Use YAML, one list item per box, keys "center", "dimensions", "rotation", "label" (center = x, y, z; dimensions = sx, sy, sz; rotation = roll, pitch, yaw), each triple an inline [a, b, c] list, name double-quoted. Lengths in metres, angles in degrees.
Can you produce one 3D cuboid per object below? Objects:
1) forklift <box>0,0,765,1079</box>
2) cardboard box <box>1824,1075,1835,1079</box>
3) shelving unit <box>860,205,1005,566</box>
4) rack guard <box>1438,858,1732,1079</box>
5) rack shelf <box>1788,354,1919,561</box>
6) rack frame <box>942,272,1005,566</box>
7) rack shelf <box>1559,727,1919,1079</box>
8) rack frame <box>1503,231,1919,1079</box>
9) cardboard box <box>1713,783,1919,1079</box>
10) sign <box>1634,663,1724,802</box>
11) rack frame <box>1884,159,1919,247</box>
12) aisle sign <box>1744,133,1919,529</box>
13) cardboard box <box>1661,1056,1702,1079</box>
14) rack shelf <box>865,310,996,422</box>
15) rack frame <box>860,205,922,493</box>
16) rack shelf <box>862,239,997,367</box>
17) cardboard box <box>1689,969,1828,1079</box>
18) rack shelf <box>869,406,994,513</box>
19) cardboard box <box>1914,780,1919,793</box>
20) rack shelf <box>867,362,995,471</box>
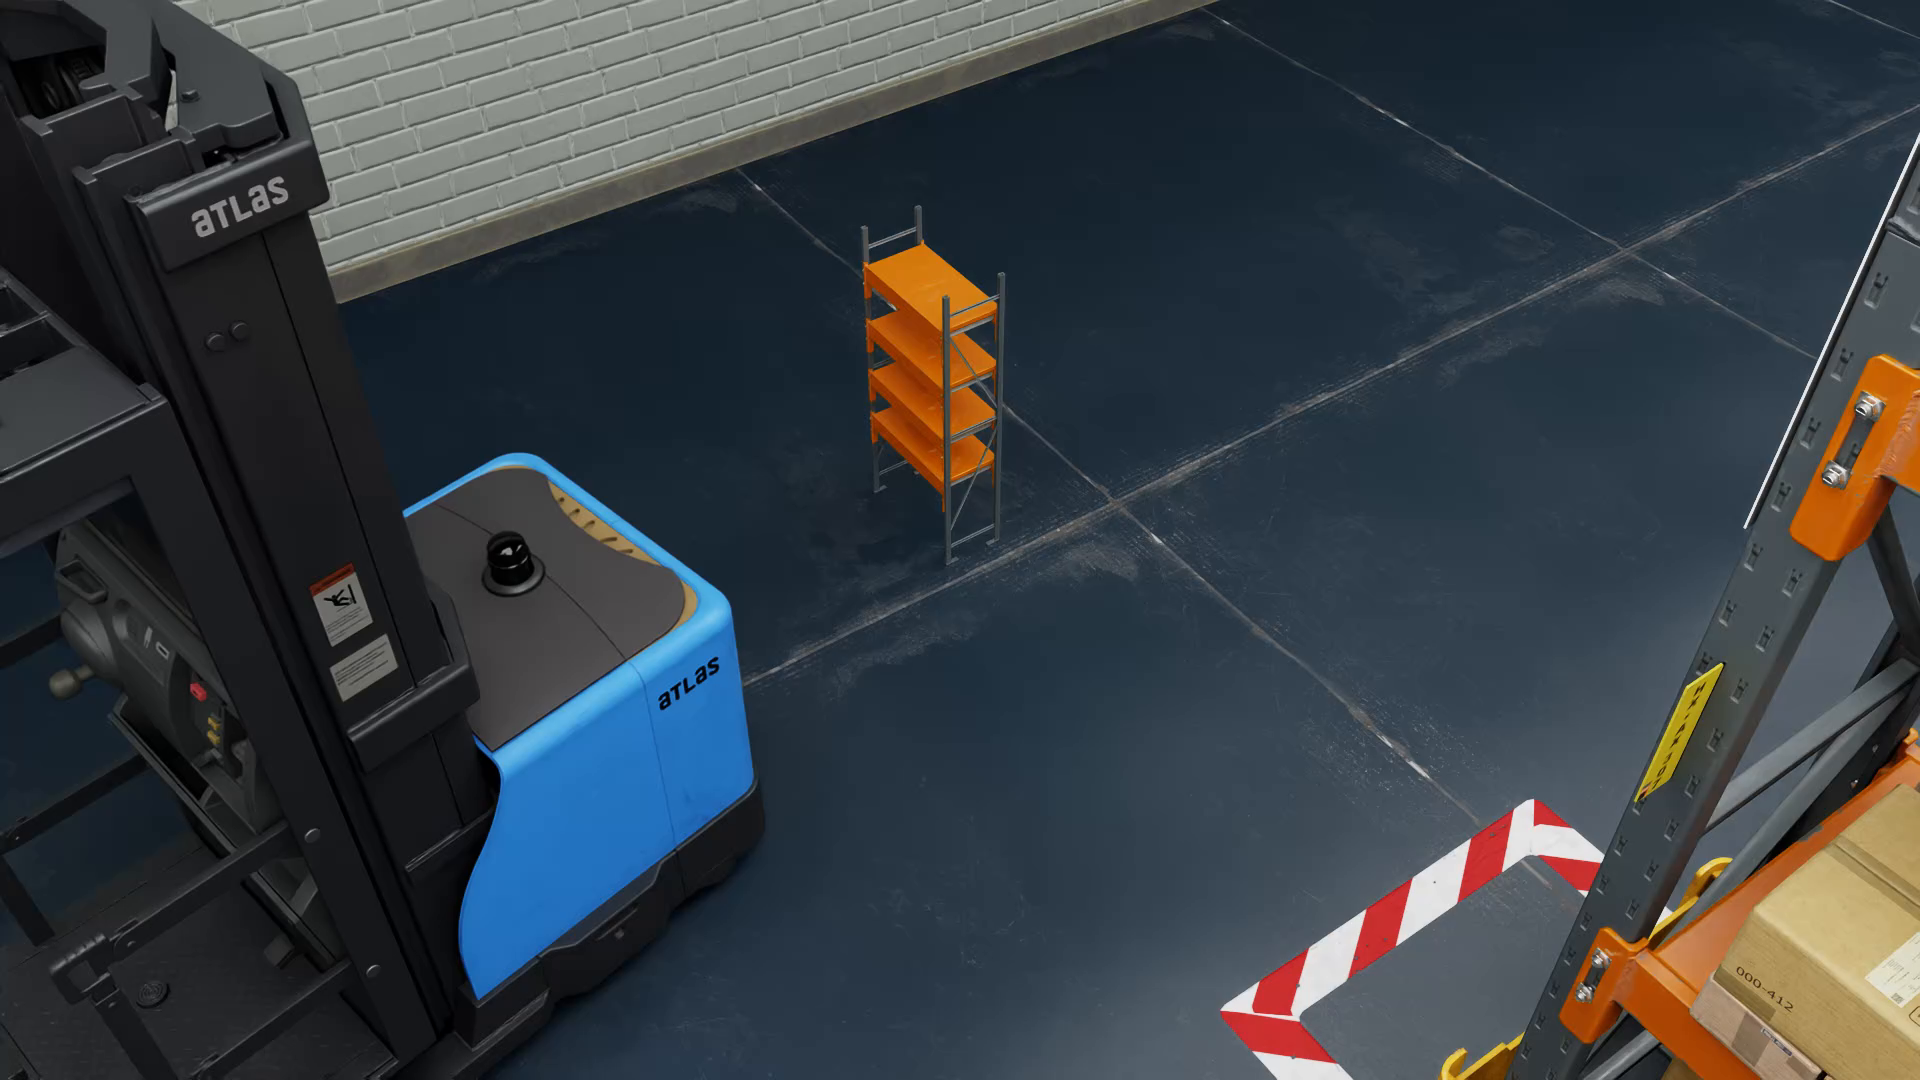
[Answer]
- center: [-1.986, 0.396, 3.712]
  dimensions: [1.130, 2.935, 3.031]
  rotation: [33, 53, 30]
  label: "forklift"
- center: [1.844, 1.047, 3.163]
  dimensions: [0.380, 0.149, 0.250]
  rotation: [-26, 50, -25]
  label: "cardboard box"
- center: [-0.095, -0.528, 5.934]
  dimensions: [0.258, 1.200, 0.503]
  rotation: [-26, 49, -24]
  label: "shelving unit"
- center: [1.750, 1.371, 4.452]
  dimensions: [1.175, 0.500, 0.348]
  rotation: [-26, 49, -24]
  label: "rack guard"
- center: [2.907, 0.788, 1.601]
  dimensions: [1.077, 0.370, 4.000]
  rotation: [-26, 49, -24]
  label: "rack shelf"
- center: [0.045, -0.390, 5.789]
  dimensions: [0.240, 1.200, 0.015]
  rotation: [-26, 49, -24]
  label: "rack frame"
- center: [2.907, 1.873, 2.637]
  dimensions: [1.077, 0.370, 4.000]
  rotation: [-26, 49, -24]
  label: "rack shelf"
- center: [1.763, 0.480, 3.575]
  dimensions: [1.000, 3.000, 0.127]
  rotation: [-26, 49, -24]
  label: "rack frame"
- center: [1.816, 0.805, 3.127]
  dimensions: [0.500, 0.250, 0.500]
  rotation: [-27, 50, -25]
  label: "cardboard box"
- center: [1.305, 0.354, 3.022]
  dimensions: [0.100, 0.325, 0.005]
  rotation: [-26, 49, -24]
  label: "sign"
- center: [1.763, -1.690, 1.503]
  dimensions: [1.000, 3.000, 0.127]
  rotation: [-26, 49, -24]
  label: "rack frame"
- center: [1.476, -0.383, 2.596]
  dimensions: [0.394, 0.787, 0.004]
  rotation: [-26, 49, -24]
  label: "aisle sign"
- center: [2.195, 1.428, 3.817]
  dimensions: [0.875, 0.875, 0.875]
  rotation: [-26, 49, -24]
  label: "cardboard box"
- center: [-0.095, -0.641, 5.826]
  dimensions: [0.258, 0.148, 0.480]
  rotation: [-26, 49, -24]
  label: "rack shelf"
- center: [-0.234, -0.666, 6.079]
  dimensions: [0.240, 1.200, 0.015]
  rotation: [-26, 49, -24]
  label: "rack frame"
- center: [-0.095, -0.812, 5.663]
  dimensions: [0.258, 0.148, 0.480]
  rotation: [-26, 49, -24]
  label: "rack shelf"
- center: [1.696, 0.902, 3.314]
  dimensions: [0.380, 0.149, 0.250]
  rotation: [-25, 49, -24]
  label: "cardboard box"
- center: [-0.095, -0.335, 6.117]
  dimensions: [0.258, 0.148, 0.480]
  rotation: [-26, 49, -24]
  label: "rack shelf"
- center: [2.258, 0.596, 3.346]
  dimensions: [0.500, 0.250, 0.500]
  rotation: [-26, 50, -25]
  label: "cardboard box"
- center: [-0.095, -0.479, 5.980]
  dimensions: [0.258, 0.148, 0.480]
  rotation: [-26, 49, -24]
  label: "rack shelf"
